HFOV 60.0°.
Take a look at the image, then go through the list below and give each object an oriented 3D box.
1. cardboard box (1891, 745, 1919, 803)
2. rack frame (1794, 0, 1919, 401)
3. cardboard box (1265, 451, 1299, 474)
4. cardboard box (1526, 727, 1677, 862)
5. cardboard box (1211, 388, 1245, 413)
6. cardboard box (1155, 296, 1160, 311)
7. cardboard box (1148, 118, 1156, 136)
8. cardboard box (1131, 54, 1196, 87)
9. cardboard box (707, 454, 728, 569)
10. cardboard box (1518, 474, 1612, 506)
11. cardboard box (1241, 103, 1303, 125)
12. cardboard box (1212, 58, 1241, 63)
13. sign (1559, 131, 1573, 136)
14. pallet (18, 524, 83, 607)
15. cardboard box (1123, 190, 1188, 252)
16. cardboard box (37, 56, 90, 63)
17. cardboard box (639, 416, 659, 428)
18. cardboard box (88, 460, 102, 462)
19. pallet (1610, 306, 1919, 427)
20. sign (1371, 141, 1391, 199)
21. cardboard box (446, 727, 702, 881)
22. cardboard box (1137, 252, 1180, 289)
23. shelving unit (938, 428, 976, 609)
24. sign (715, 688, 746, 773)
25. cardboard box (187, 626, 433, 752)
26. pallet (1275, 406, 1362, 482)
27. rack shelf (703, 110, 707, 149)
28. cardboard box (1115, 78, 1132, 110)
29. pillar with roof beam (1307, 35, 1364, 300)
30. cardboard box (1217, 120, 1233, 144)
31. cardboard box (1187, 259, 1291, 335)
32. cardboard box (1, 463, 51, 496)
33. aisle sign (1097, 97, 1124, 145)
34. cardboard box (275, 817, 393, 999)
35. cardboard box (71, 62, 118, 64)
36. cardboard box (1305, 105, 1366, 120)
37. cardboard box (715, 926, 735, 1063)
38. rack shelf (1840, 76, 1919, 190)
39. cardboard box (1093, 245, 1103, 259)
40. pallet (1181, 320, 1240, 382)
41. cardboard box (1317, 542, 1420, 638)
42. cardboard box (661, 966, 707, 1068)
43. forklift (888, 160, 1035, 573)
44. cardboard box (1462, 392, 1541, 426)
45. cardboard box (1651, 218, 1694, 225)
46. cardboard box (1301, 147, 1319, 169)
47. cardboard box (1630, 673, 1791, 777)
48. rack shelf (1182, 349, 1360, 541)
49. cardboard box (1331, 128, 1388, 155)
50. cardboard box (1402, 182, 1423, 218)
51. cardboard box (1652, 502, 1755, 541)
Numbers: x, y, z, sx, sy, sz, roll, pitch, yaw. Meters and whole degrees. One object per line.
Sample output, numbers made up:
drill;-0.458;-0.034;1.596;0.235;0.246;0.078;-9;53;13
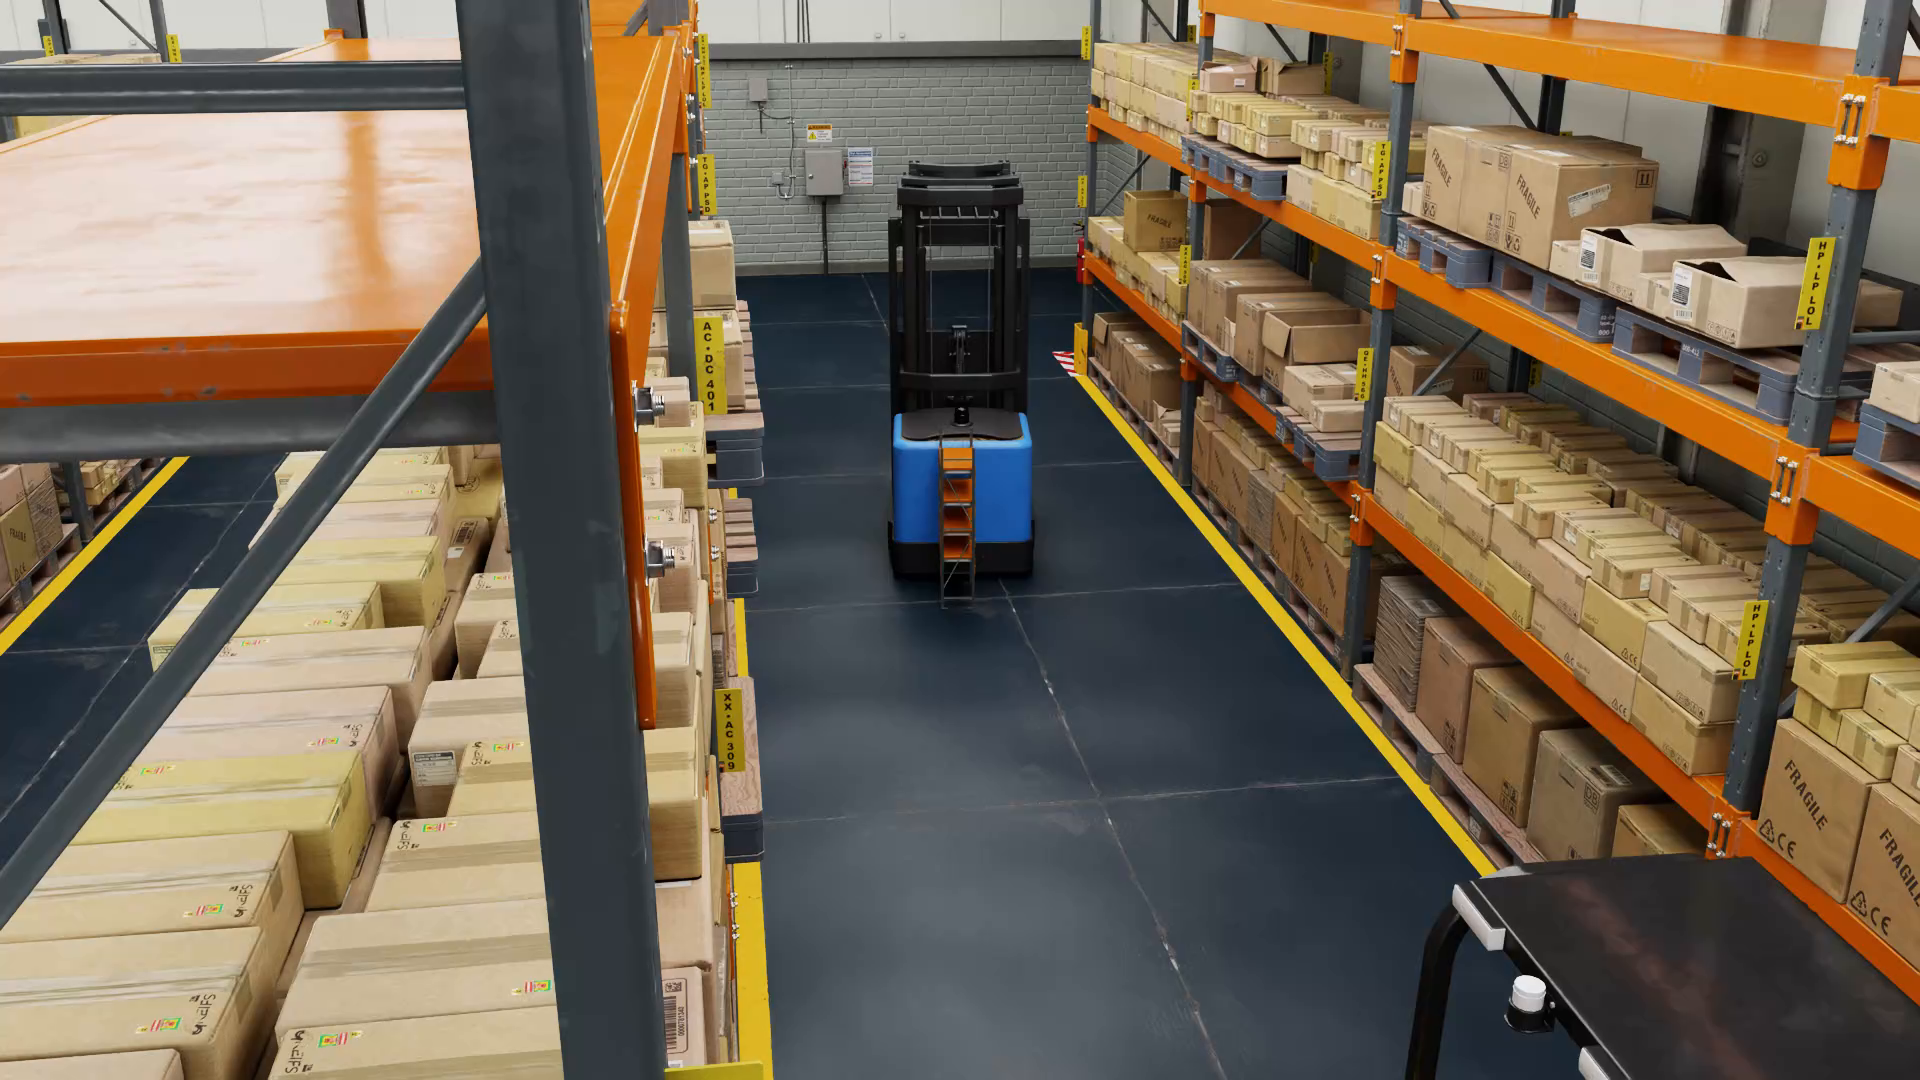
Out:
cardboard box;3.449;0.811;5.688;0.380;0.149;0.250;-3;21;-8
rack frame;3.560;-1.951;5.578;1.000;3.000;0.127;-3;21;-8
cardboard box;2.513;-0.561;12.478;0.380;0.149;0.250;-3;21;-8
cardboard box;3.369;1.326;8.172;0.875;0.625;0.625;-3;21;-8
cardboard box;2.280;-1.154;13.639;0.380;0.149;0.250;-4;21;-10
cardboard box;1.979;-2.160;15.072;0.380;0.149;0.250;-2;21;-6
cardboard box;1.917;-3.752;15.047;0.380;0.149;0.250;-3;21;-7
cardboard box;1.869;-4.311;15.260;0.500;0.250;0.500;-2;21;-6
cardboard box;-1.428;-0.160;8.190;0.500;0.500;0.500;-4;21;-11
cardboard box;3.067;-0.219;8.447;0.380;0.149;0.250;-3;21;-8
cardboard box;2.277;-3.103;12.141;0.380;0.149;0.250;-3;21;-7
cardboard box;2.453;-4.159;14.852;0.500;0.250;0.500;-3;21;-8
sign;3.533;-2.235;9.774;0.100;0.325;0.005;-3;21;-8
pallet;-7.275;0.202;12.374;1.003;0.211;1.213;-3;21;-8
cardboard box;1.845;-3.026;15.748;0.500;0.500;0.500;-2;21;-6
cardboard box;-8.125;-4.302;15.091;0.380;0.149;0.250;-2;21;-6
cardboard box;-1.028;-0.270;4.585;0.380;0.149;0.250;-2;21;-6
cardboard box;-7.250;-0.599;13.583;0.380;0.149;0.250;-3;21;-7
pallet;3.420;-0.761;6.952;0.805;0.209;1.217;-4;21;-10
sign;2.446;-2.146;9.649;0.100;0.325;0.005;-3;21;-8
cardboard box;-0.614;0.435;2.697;0.380;0.149;0.250;-3;21;-8
cardboard box;1.946;-2.490;15.384;0.500;0.250;0.500;-3;21;-8
shelving unit;-0.022;-0.156;11.920;0.258;1.200;0.503;-1;20;-1
sign;-0.816;0.676;5.883;0.100;0.325;0.005;-3;21;-8
cardboard box;-1.196;0.287;3.094;0.380;0.149;0.250;-4;21;-9
pallet;2.816;-0.667;10.988;1.213;0.211;1.003;-3;21;-8
rack shelf;-2.793;-3.419;14.825;1.077;0.370;4.000;-3;21;-8
cardboard box;1.778;-4.249;15.809;0.500;0.250;0.500;-4;21;-9
pillar with roof beam;-1.062;-4.790;13.180;9.100;9.000;0.400;-3;21;-8
cardboard box;2.144;-3.052;12.429;0.380;0.149;0.250;-3;21;-7
cardboard box;2.255;-1.975;13.474;0.700;0.500;0.500;-2;21;-6
cardboard box;-7.031;-0.506;12.184;0.500;0.250;0.500;-3;21;-9
aisle sign;1.529;-4.522;17.321;0.394;0.787;0.004;-3;21;-8
cardboard box;-1.173;0.683;2.602;0.500;0.250;0.500;-3;21;-8
cardboard box;-7.528;-4.059;14.439;0.380;0.149;0.250;-3;21;-9
cardboard box;2.701;-3.033;11.953;0.380;0.149;0.250;-3;21;-7
cardboard box;-0.881;1.423;4.550;0.500;0.500;0.500;-2;21;-6
rack shelf;3.848;-0.734;3.920;1.077;0.370;4.000;-3;21;-8
cardboard box;1.606;-3.050;17.454;0.380;0.149;0.250;-3;21;-8
pallet;2.414;-1.538;13.322;1.003;0.211;1.213;-3;21;-8
cardboard box;2.709;0.313;11.063;0.500;0.500;0.500;-2;21;-6
cardboard box;-0.584;0.834;2.198;0.500;0.250;0.500;-3;21;-9
forklift;-0.016;-1.592;13.289;1.130;2.935;3.031;-1;20;-1
cardboard box;3.230;-0.774;9.931;0.380;0.149;0.250;-2;21;-6
cardboard box;3.434;-1.507;8.266;0.380;0.166;0.250;-3;21;-8
cardboard box;2.534;-2.605;11.260;0.380;0.149;0.250;-2;21;-6
cardboard box;3.228;0.768;7.086;0.500;0.250;0.500;-2;21;-7
rack shelf;2.695;-0.881;12.316;1.077;0.370;4.000;-3;21;-8
cardboard box;2.624;-2.567;10.734;0.380;0.149;0.250;-3;21;-9
cardboard box;2.733;-1.929;9.397;0.380;0.166;0.250;-3;21;-8
cardboard box;3.590;-0.068;8.041;0.380;0.149;0.250;-3;21;-8
